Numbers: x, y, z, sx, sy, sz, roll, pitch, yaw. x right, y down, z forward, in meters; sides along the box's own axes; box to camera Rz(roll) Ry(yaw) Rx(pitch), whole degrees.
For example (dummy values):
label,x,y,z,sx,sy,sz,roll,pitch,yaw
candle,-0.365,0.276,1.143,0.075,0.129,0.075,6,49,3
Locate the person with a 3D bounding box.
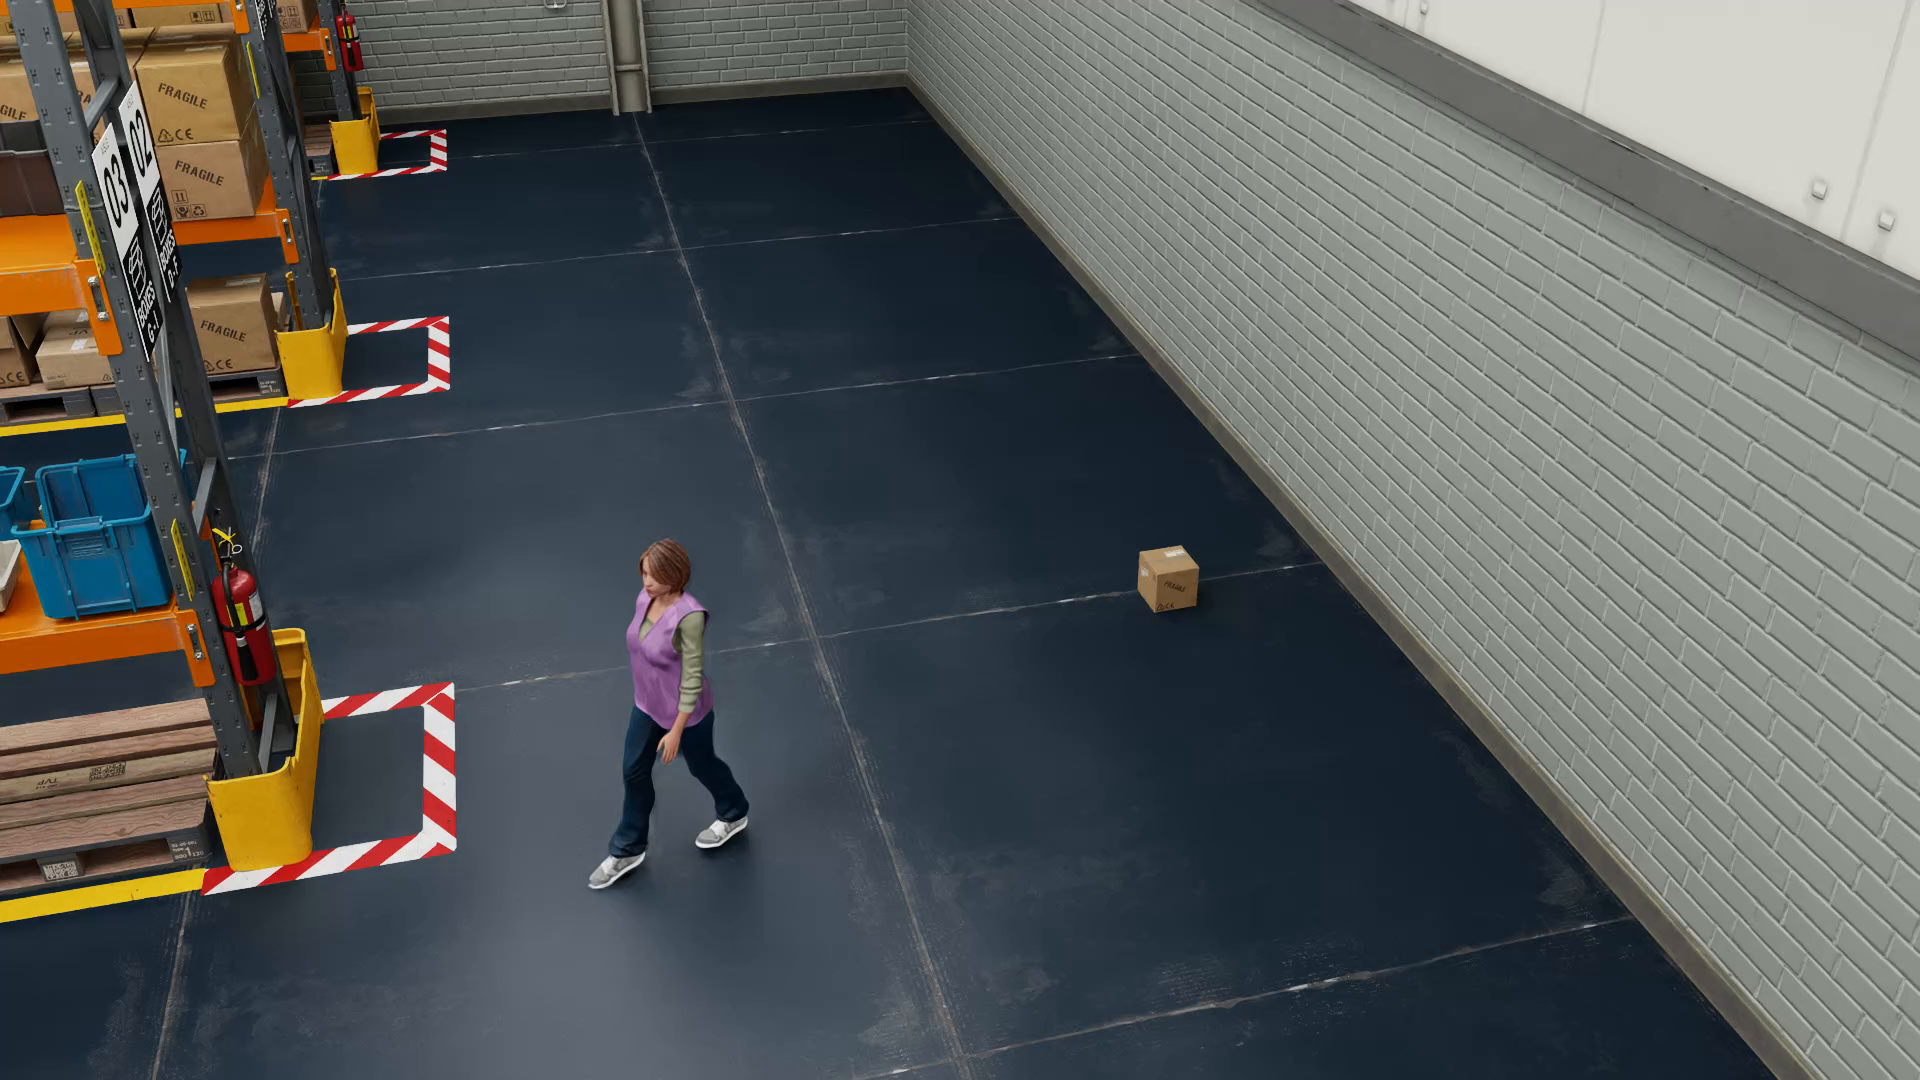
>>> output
label,x,y,z,sx,sy,sz,roll,pitch,yaw
person,-1.252,0.739,6.987,0.454,1.599,0.750,26,39,37
